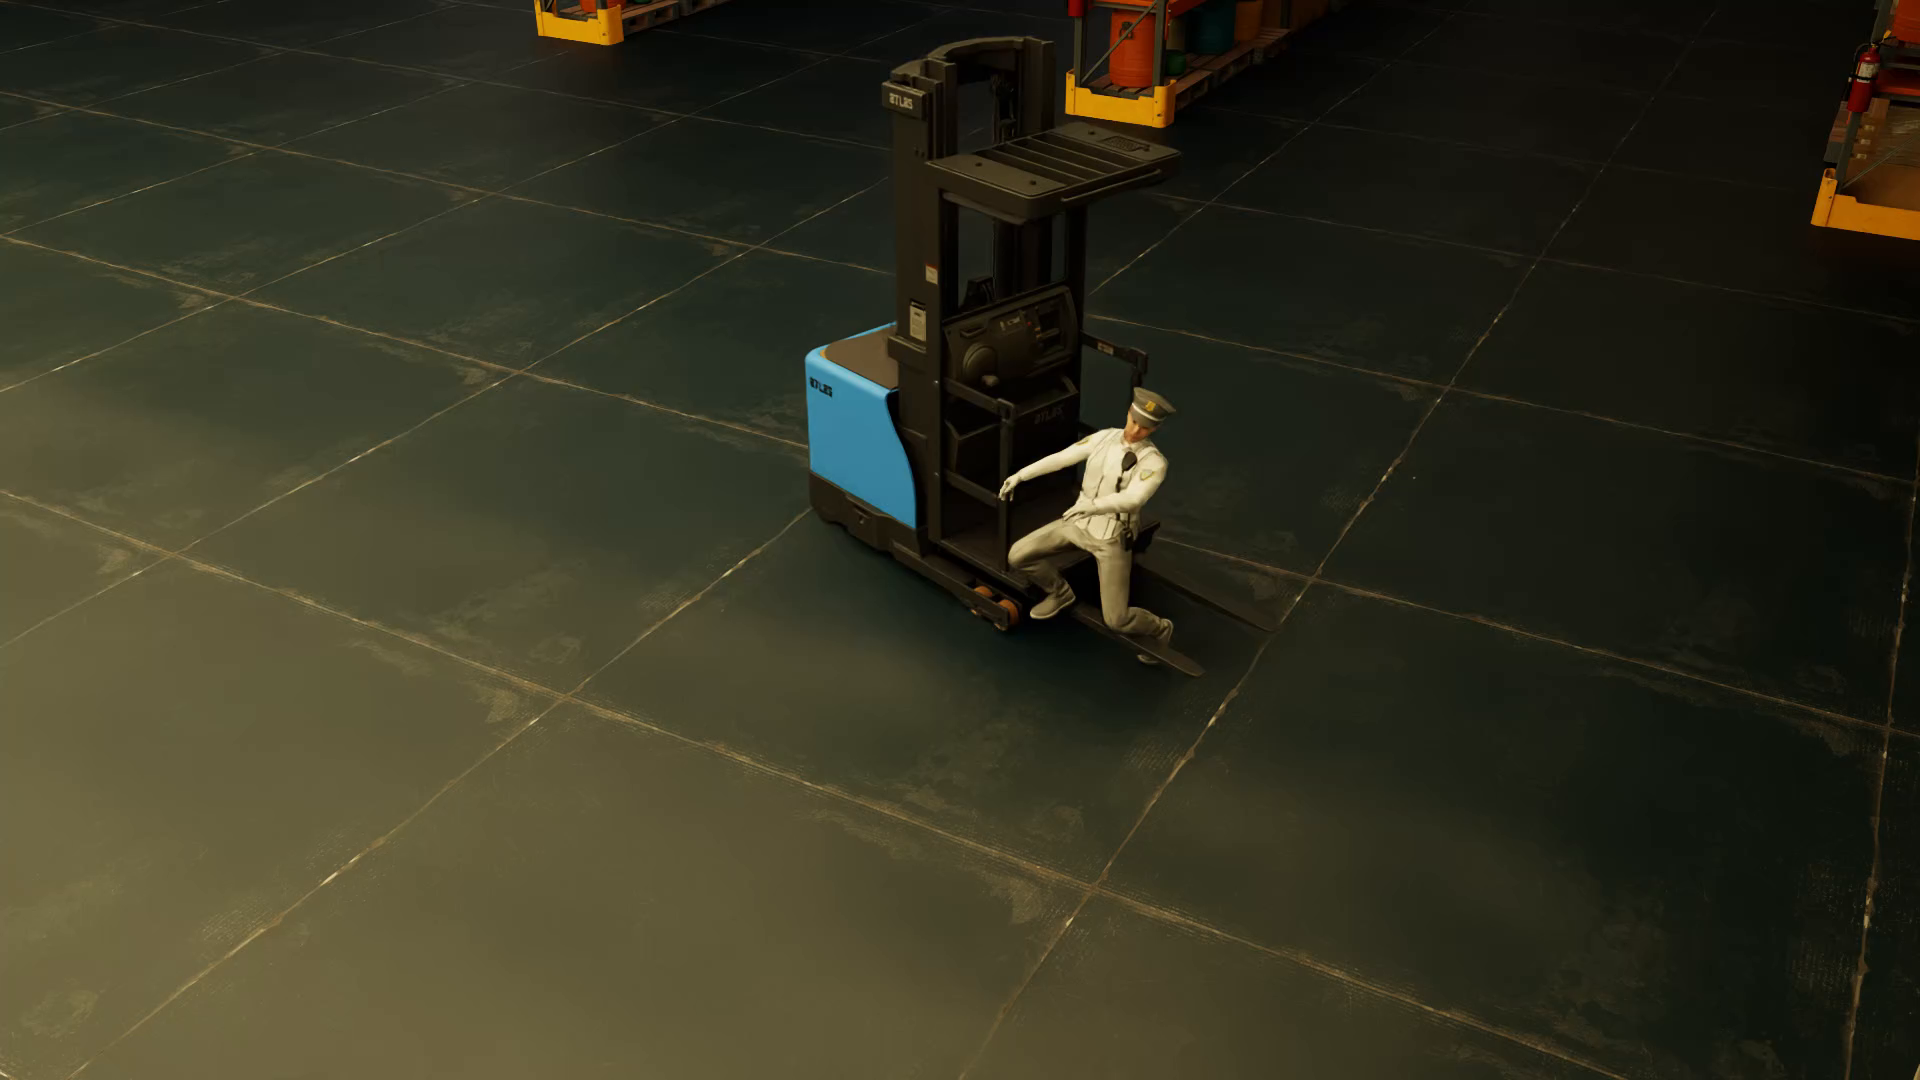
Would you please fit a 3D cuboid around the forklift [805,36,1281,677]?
[{"bbox_3d":[0.429,-1.062,8.910,1.130,2.935,3.031,-24,38,-35],"label":"forklift"}]

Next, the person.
[{"bbox_3d":[0.621,-0.059,8.536,0.819,1.518,0.819,26,39,38],"label":"person"}]
